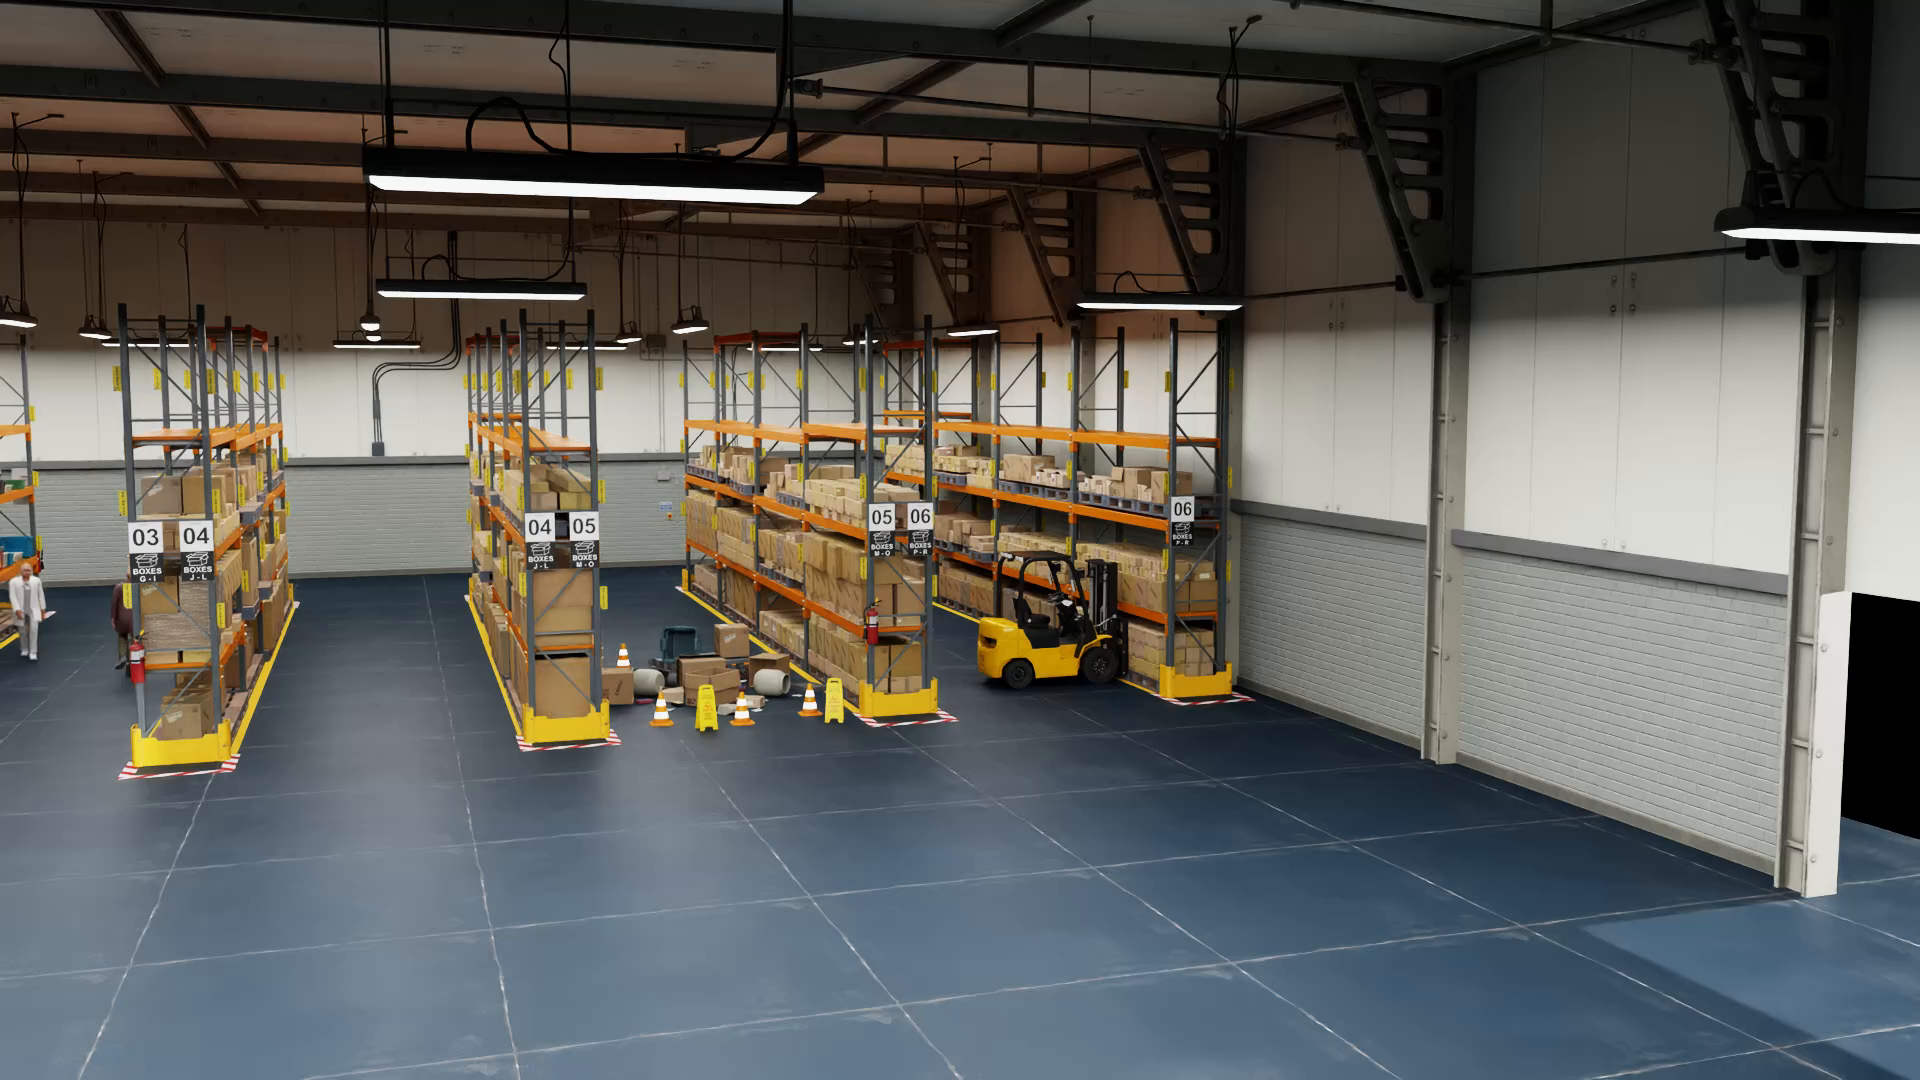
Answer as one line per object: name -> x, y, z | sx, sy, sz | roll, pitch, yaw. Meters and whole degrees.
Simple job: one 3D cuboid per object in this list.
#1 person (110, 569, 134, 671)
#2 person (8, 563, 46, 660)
person -> -14.378, 1.365, 28.815 | 0.620, 1.756, 0.535 | -2, 6, -17
person -> -16.827, 1.280, 30.027 | 0.596, 1.722, 1.070 | -4, 7, -33
